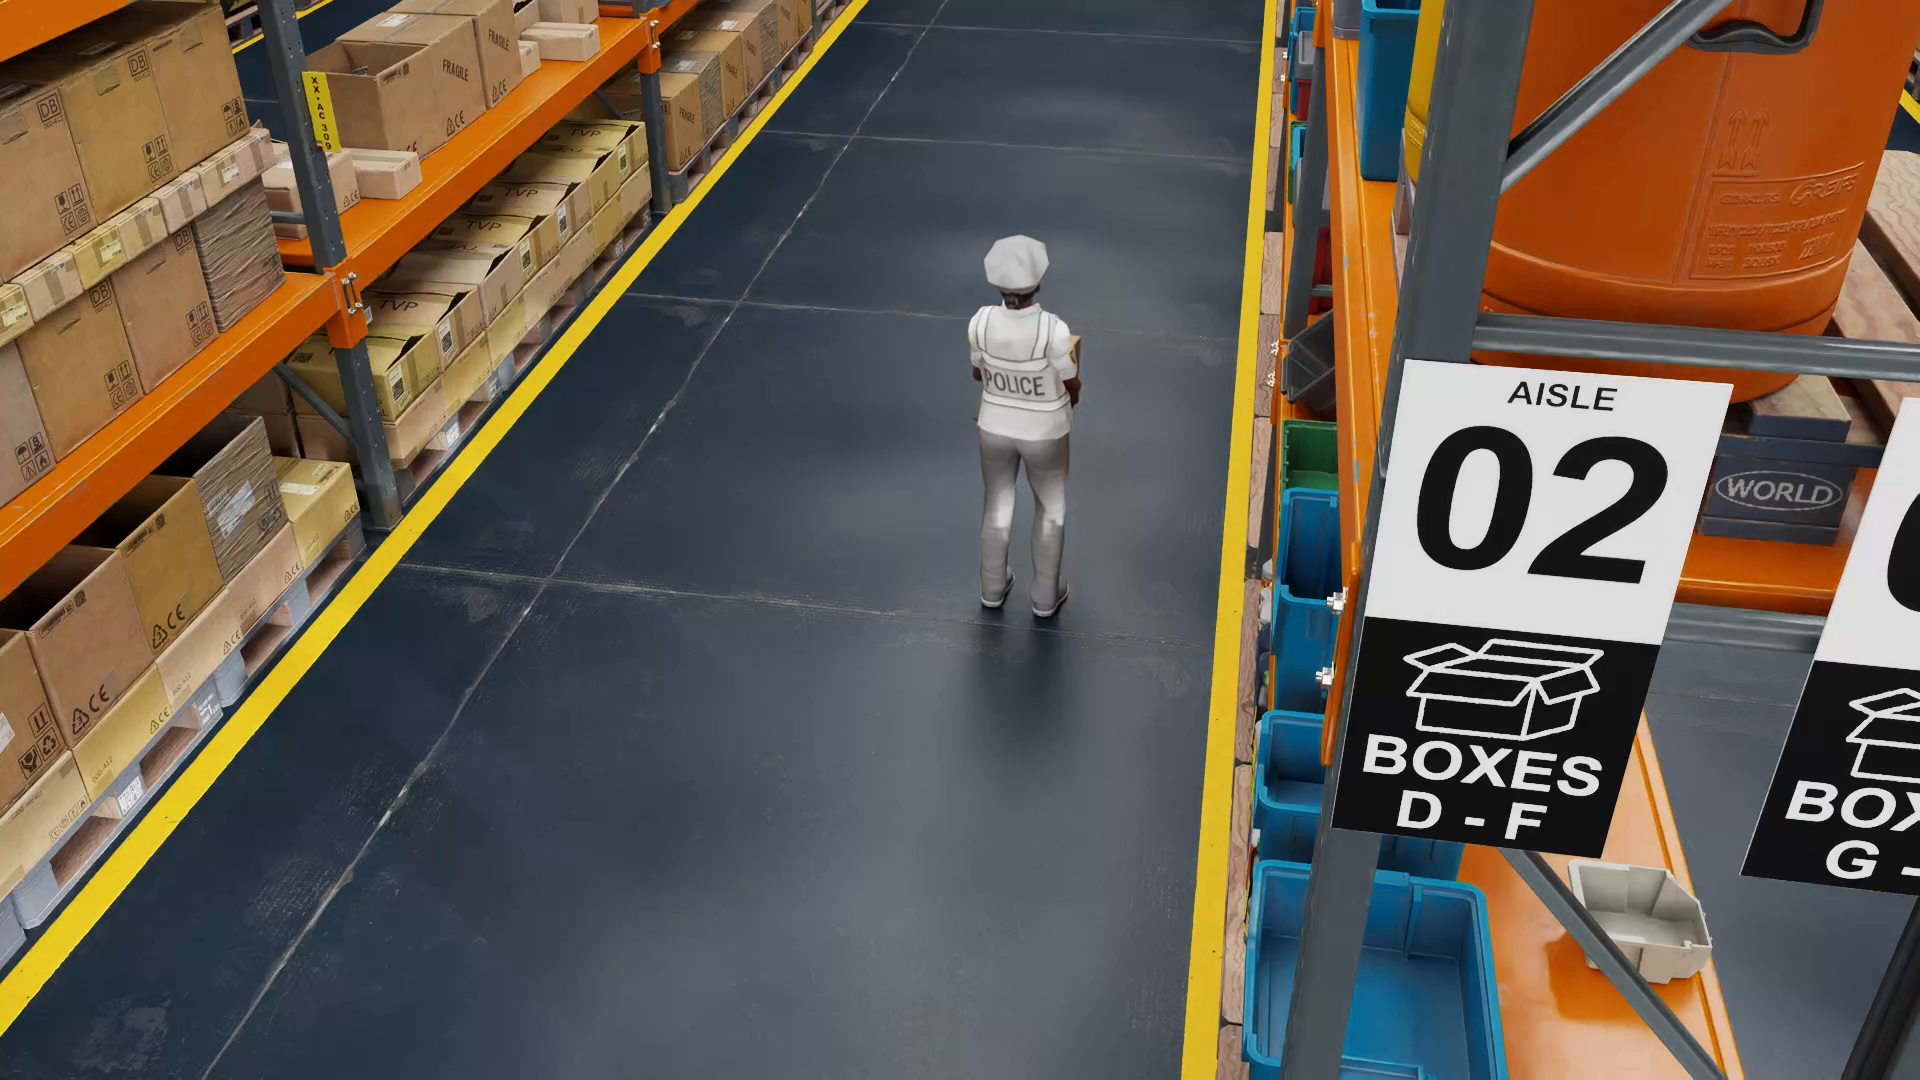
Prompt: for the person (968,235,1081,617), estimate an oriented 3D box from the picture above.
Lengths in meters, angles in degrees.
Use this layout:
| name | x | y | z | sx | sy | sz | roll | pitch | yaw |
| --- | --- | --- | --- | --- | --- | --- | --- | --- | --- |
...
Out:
| name | x | y | z | sx | sy | sz | roll | pitch | yaw |
| --- | --- | --- | --- | --- | --- | --- | --- | --- | --- |
| person | 0.281 | -0.485 | 6.868 | 0.450 | 1.690 | 0.531 | 10 | 34 | 15 |
